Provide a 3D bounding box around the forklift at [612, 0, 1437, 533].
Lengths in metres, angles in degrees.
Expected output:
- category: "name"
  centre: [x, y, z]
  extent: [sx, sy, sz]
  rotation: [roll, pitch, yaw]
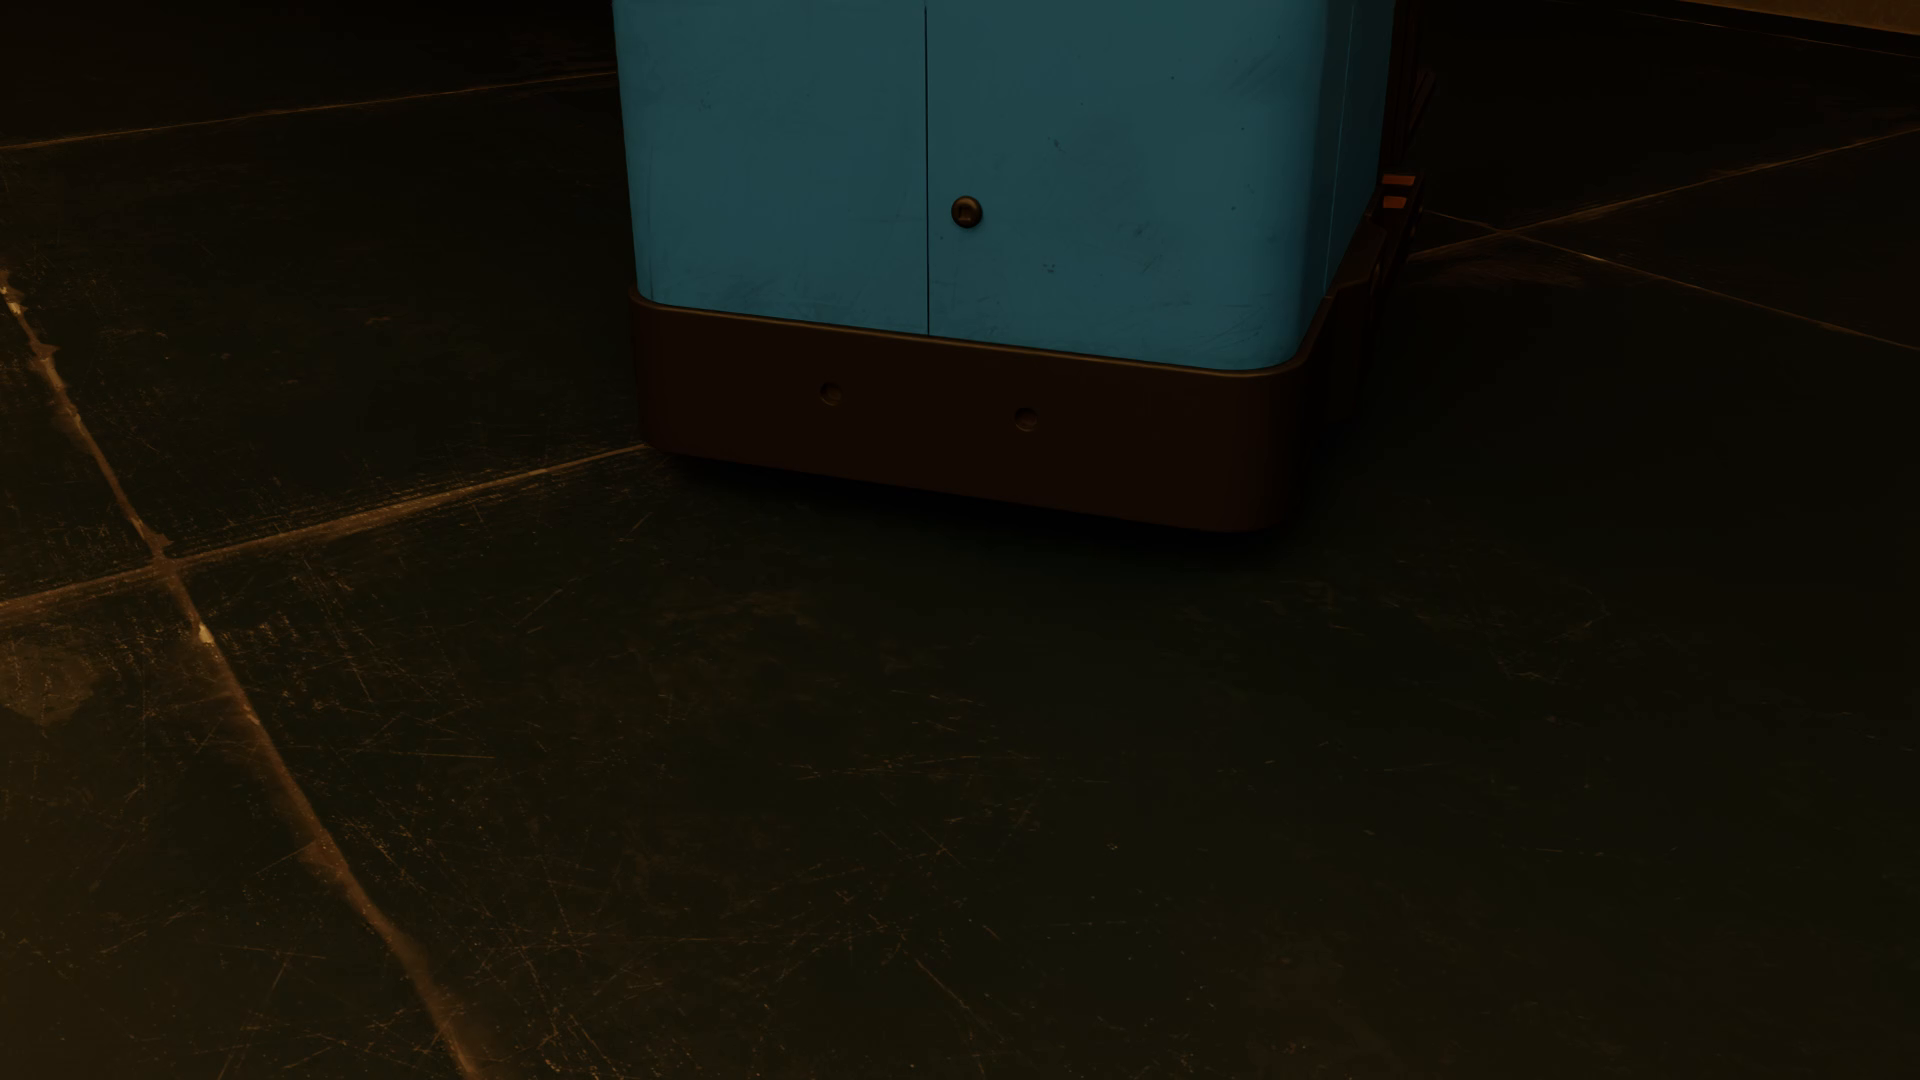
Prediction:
- category: "forklift"
  centre: [0.445, -1.960, 3.138]
  extent: [1.130, 2.935, 3.031]
  rotation: [9, 28, 17]
